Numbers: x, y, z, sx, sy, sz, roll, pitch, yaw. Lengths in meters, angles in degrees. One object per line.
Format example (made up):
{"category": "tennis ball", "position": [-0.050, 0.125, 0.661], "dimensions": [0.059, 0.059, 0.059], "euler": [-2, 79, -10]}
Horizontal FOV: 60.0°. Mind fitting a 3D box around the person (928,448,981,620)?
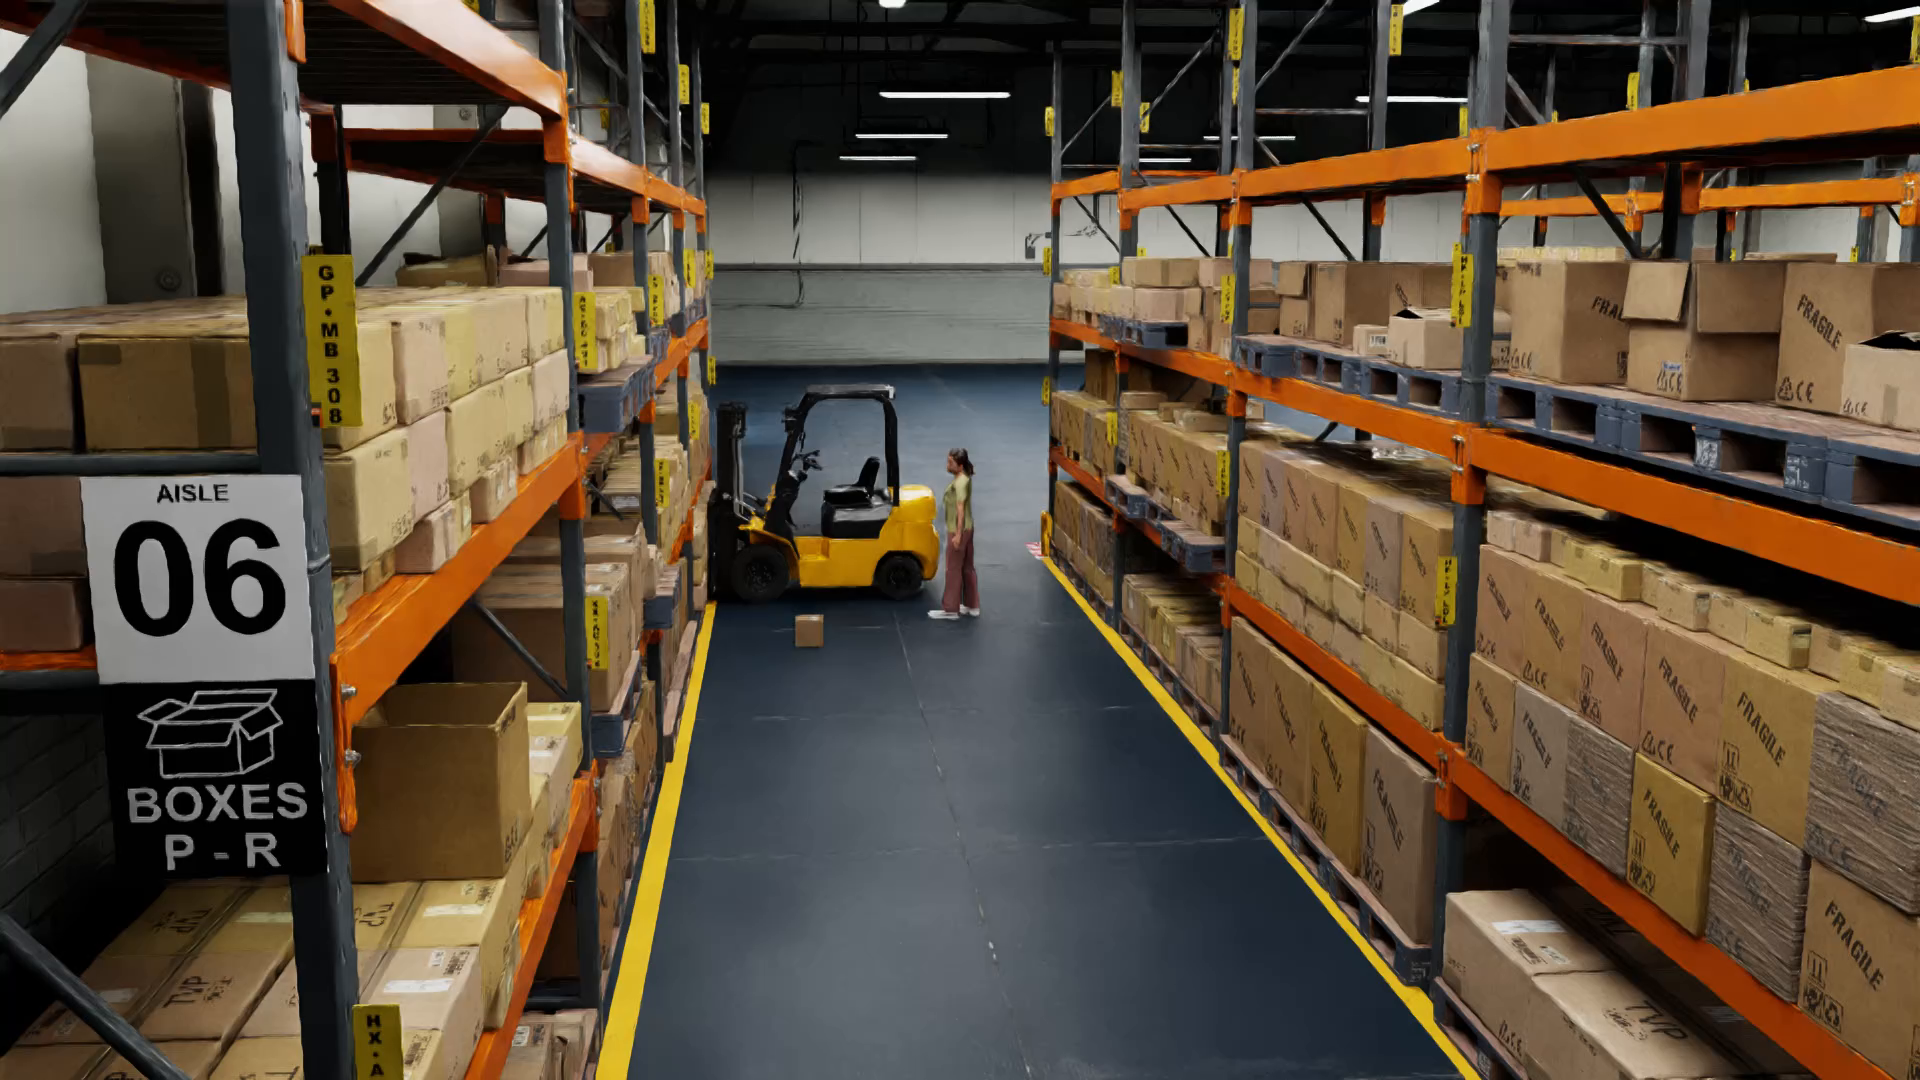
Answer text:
{"category": "person", "position": [-0.054, -0.068, 16.175], "dimensions": [0.493, 1.665, 0.546], "euler": [1, 10, 6]}
